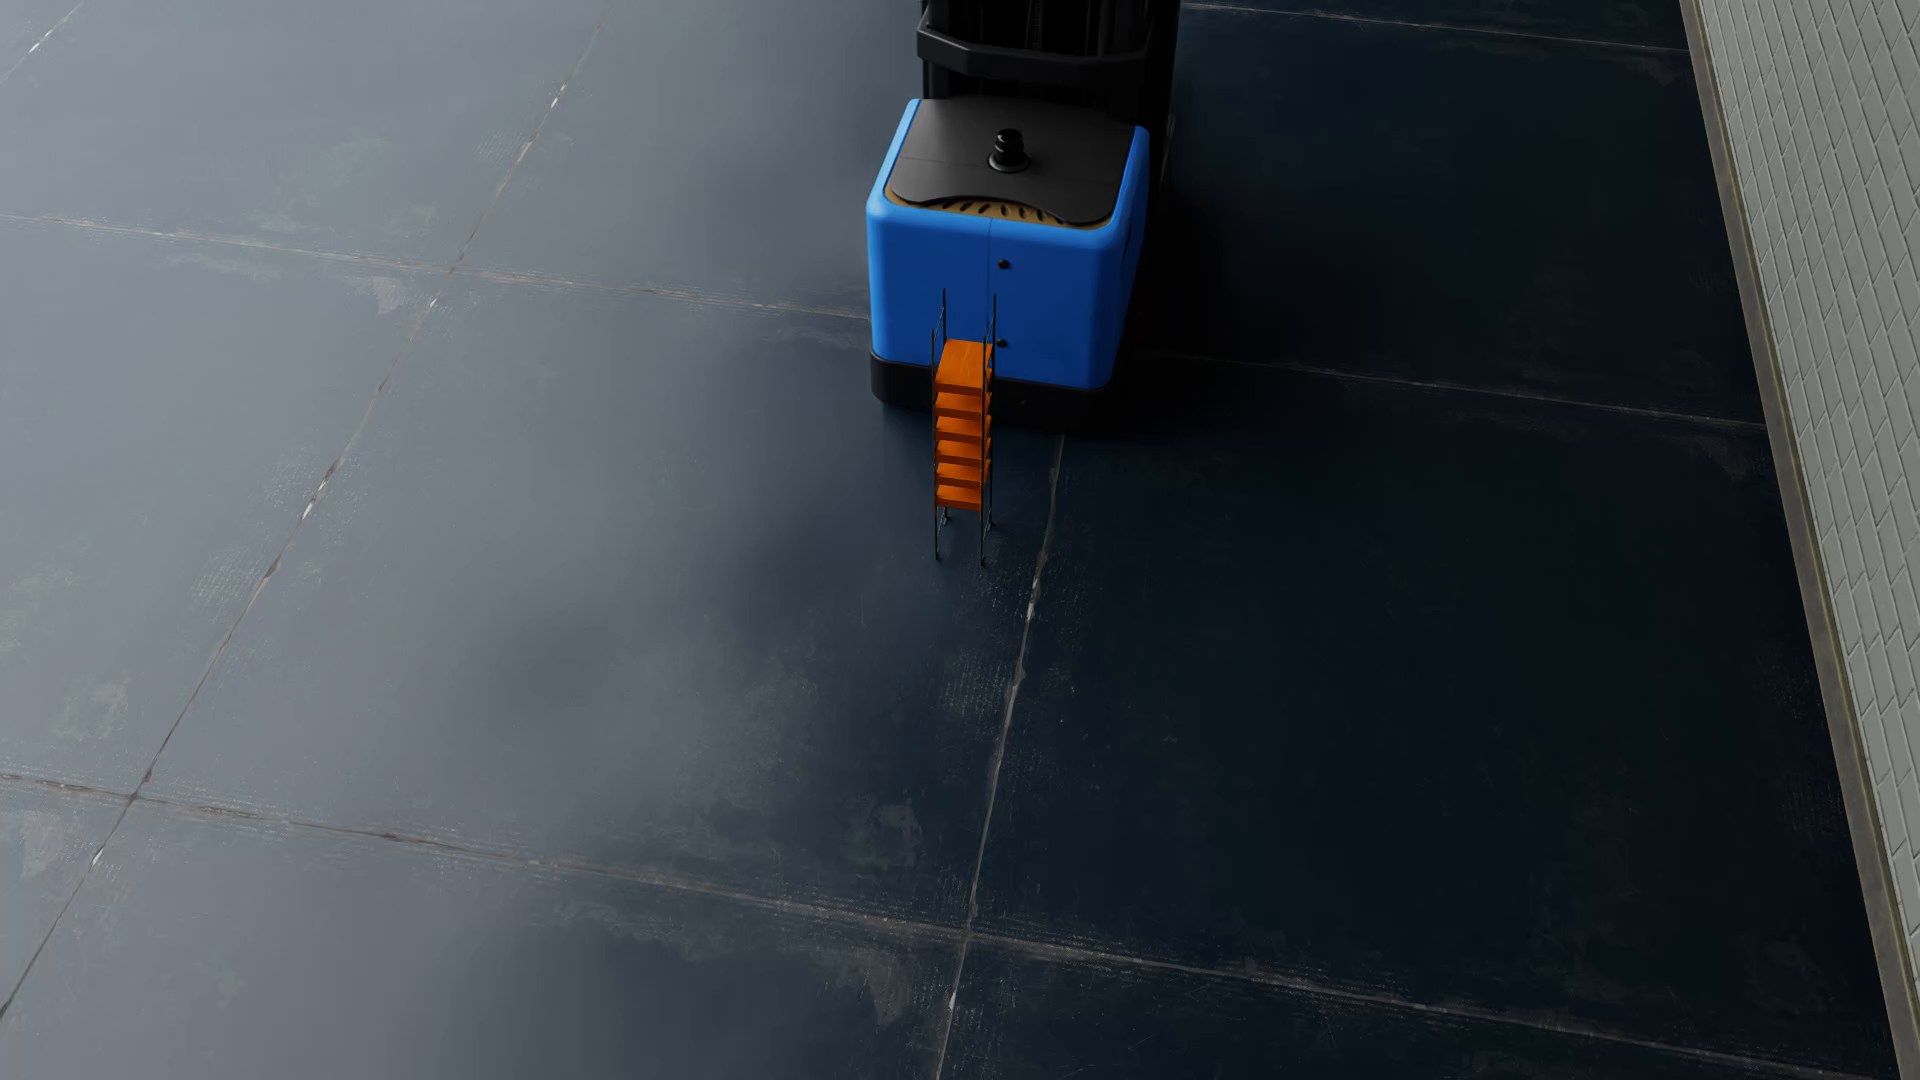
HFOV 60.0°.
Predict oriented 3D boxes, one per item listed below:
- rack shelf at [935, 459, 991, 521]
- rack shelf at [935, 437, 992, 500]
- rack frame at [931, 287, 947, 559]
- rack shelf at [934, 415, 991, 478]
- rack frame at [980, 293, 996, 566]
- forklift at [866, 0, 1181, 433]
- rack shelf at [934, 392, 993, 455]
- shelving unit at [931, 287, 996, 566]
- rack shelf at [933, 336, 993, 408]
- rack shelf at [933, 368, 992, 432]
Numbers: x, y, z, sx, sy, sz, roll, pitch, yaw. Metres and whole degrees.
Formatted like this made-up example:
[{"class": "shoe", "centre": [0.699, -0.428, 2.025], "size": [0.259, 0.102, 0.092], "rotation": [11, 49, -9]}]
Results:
[{"class": "rack shelf", "centre": [0.014, -0.209, 6.486], "size": [0.180, 0.103, 0.258], "rotation": [8, 49, 7]}, {"class": "rack shelf", "centre": [0.014, -0.289, 6.396], "size": [0.180, 0.103, 0.258], "rotation": [8, 49, 7]}, {"class": "rack frame", "centre": [-0.076, -0.411, 6.285], "size": [0.006, 1.200, 0.240], "rotation": [8, 49, 7]}, {"class": "rack shelf", "centre": [0.014, -0.369, 6.307], "size": [0.180, 0.103, 0.258], "rotation": [8, 49, 7]}, {"class": "rack frame", "centre": [0.104, -0.387, 6.263], "size": [0.006, 1.200, 0.240], "rotation": [8, 49, 7]}, {"class": "forklift", "centre": [0.429, -2.551, 7.044], "size": [1.130, 2.935, 3.031], "rotation": [9, 49, 8]}, {"class": "rack shelf", "centre": [0.014, -0.450, 6.218], "size": [0.180, 0.103, 0.258], "rotation": [8, 49, 7]}, {"class": "shelving unit", "centre": [0.014, -0.399, 6.274], "size": [0.189, 1.200, 0.258], "rotation": [8, 49, 7]}, {"class": "rack shelf", "centre": [0.014, -0.610, 6.039], "size": [0.180, 0.103, 0.258], "rotation": [8, 49, 7]}, {"class": "rack shelf", "centre": [0.014, -0.530, 6.128], "size": [0.180, 0.103, 0.258], "rotation": [8, 49, 7]}]
